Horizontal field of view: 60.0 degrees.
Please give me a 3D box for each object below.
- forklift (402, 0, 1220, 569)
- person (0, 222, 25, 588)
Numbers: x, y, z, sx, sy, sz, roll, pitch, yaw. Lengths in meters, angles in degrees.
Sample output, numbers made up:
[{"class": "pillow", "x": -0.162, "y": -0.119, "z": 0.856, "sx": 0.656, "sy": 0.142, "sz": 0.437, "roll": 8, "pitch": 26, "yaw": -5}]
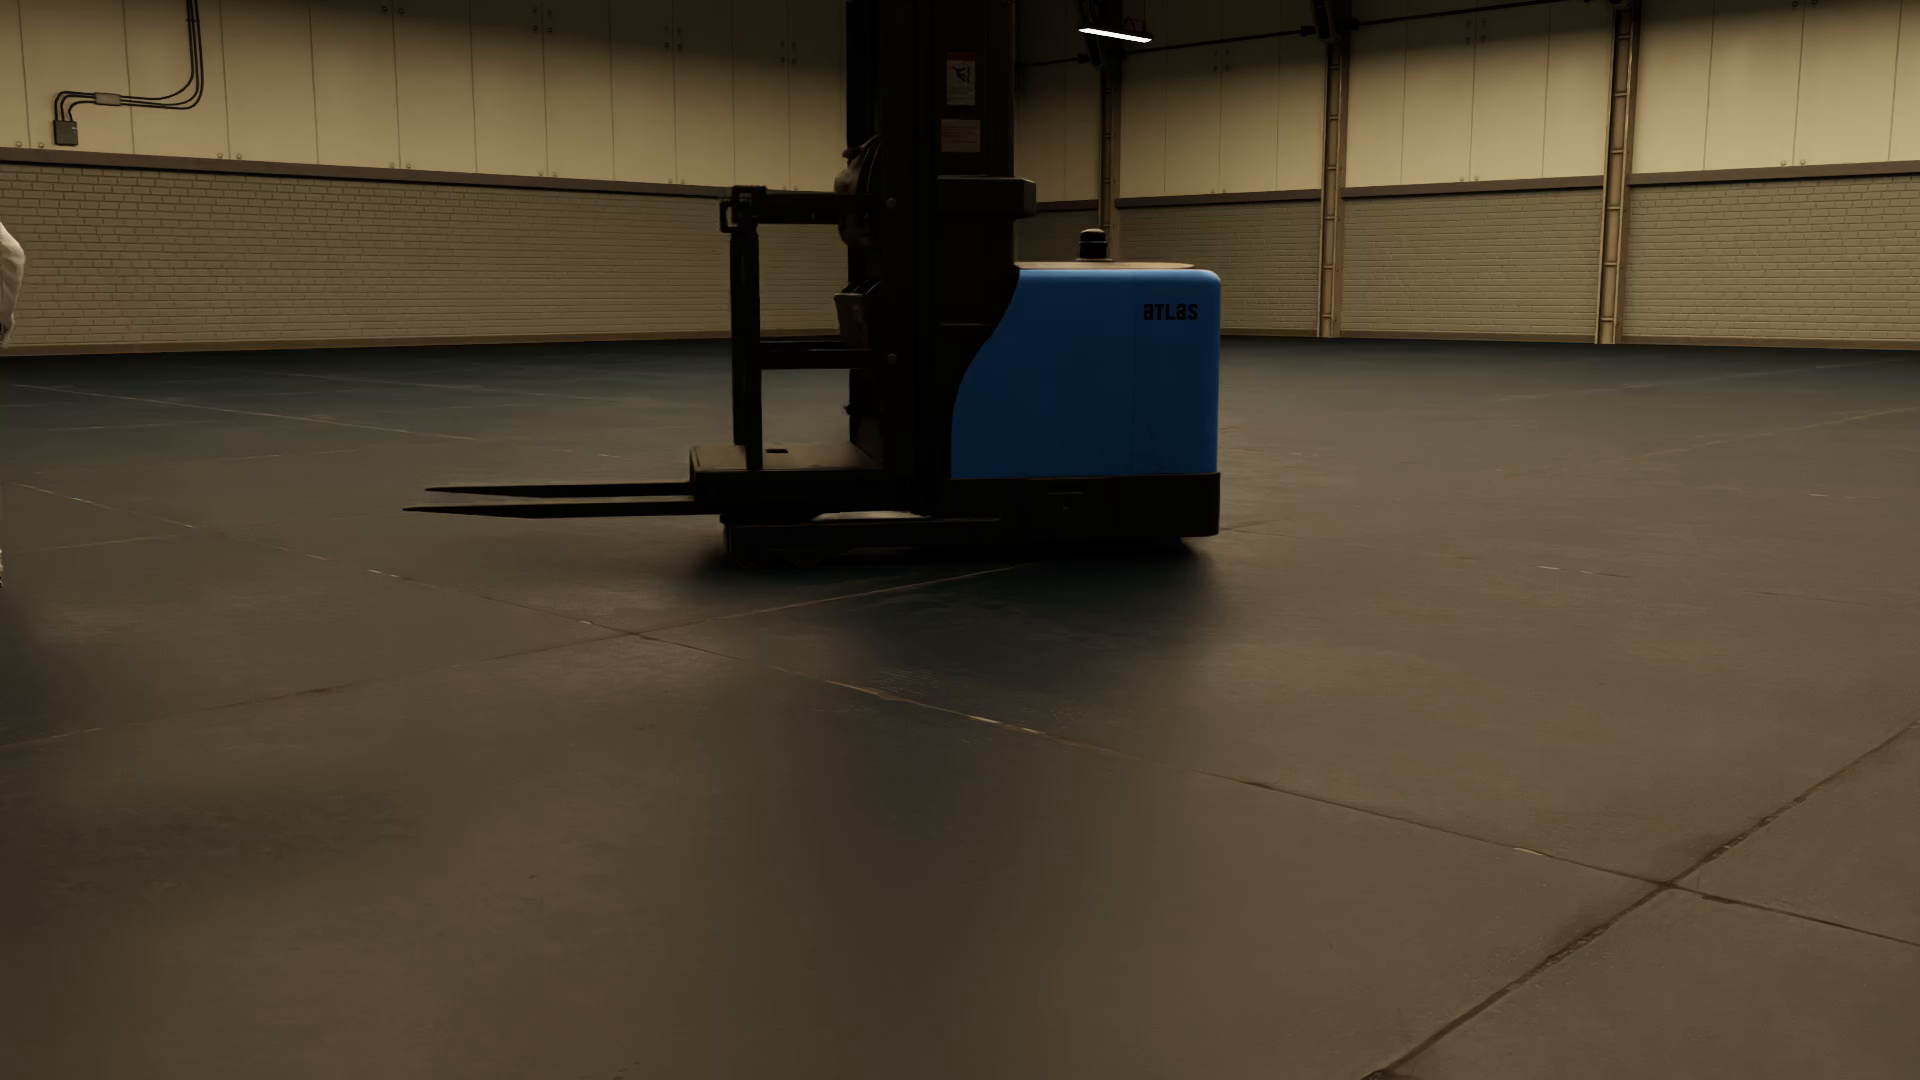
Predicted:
[{"class": "forklift", "x": -0.571, "y": -1.430, "z": 6.368, "sx": 3.031, "sy": 2.935, "sz": 1.130, "roll": -2, "pitch": 9, "yaw": -10}, {"class": "person", "x": -3.370, "y": -0.610, "z": 5.307, "sx": 0.693, "sy": 1.644, "sz": 0.471, "roll": -6, "pitch": 10, "yaw": -35}]
